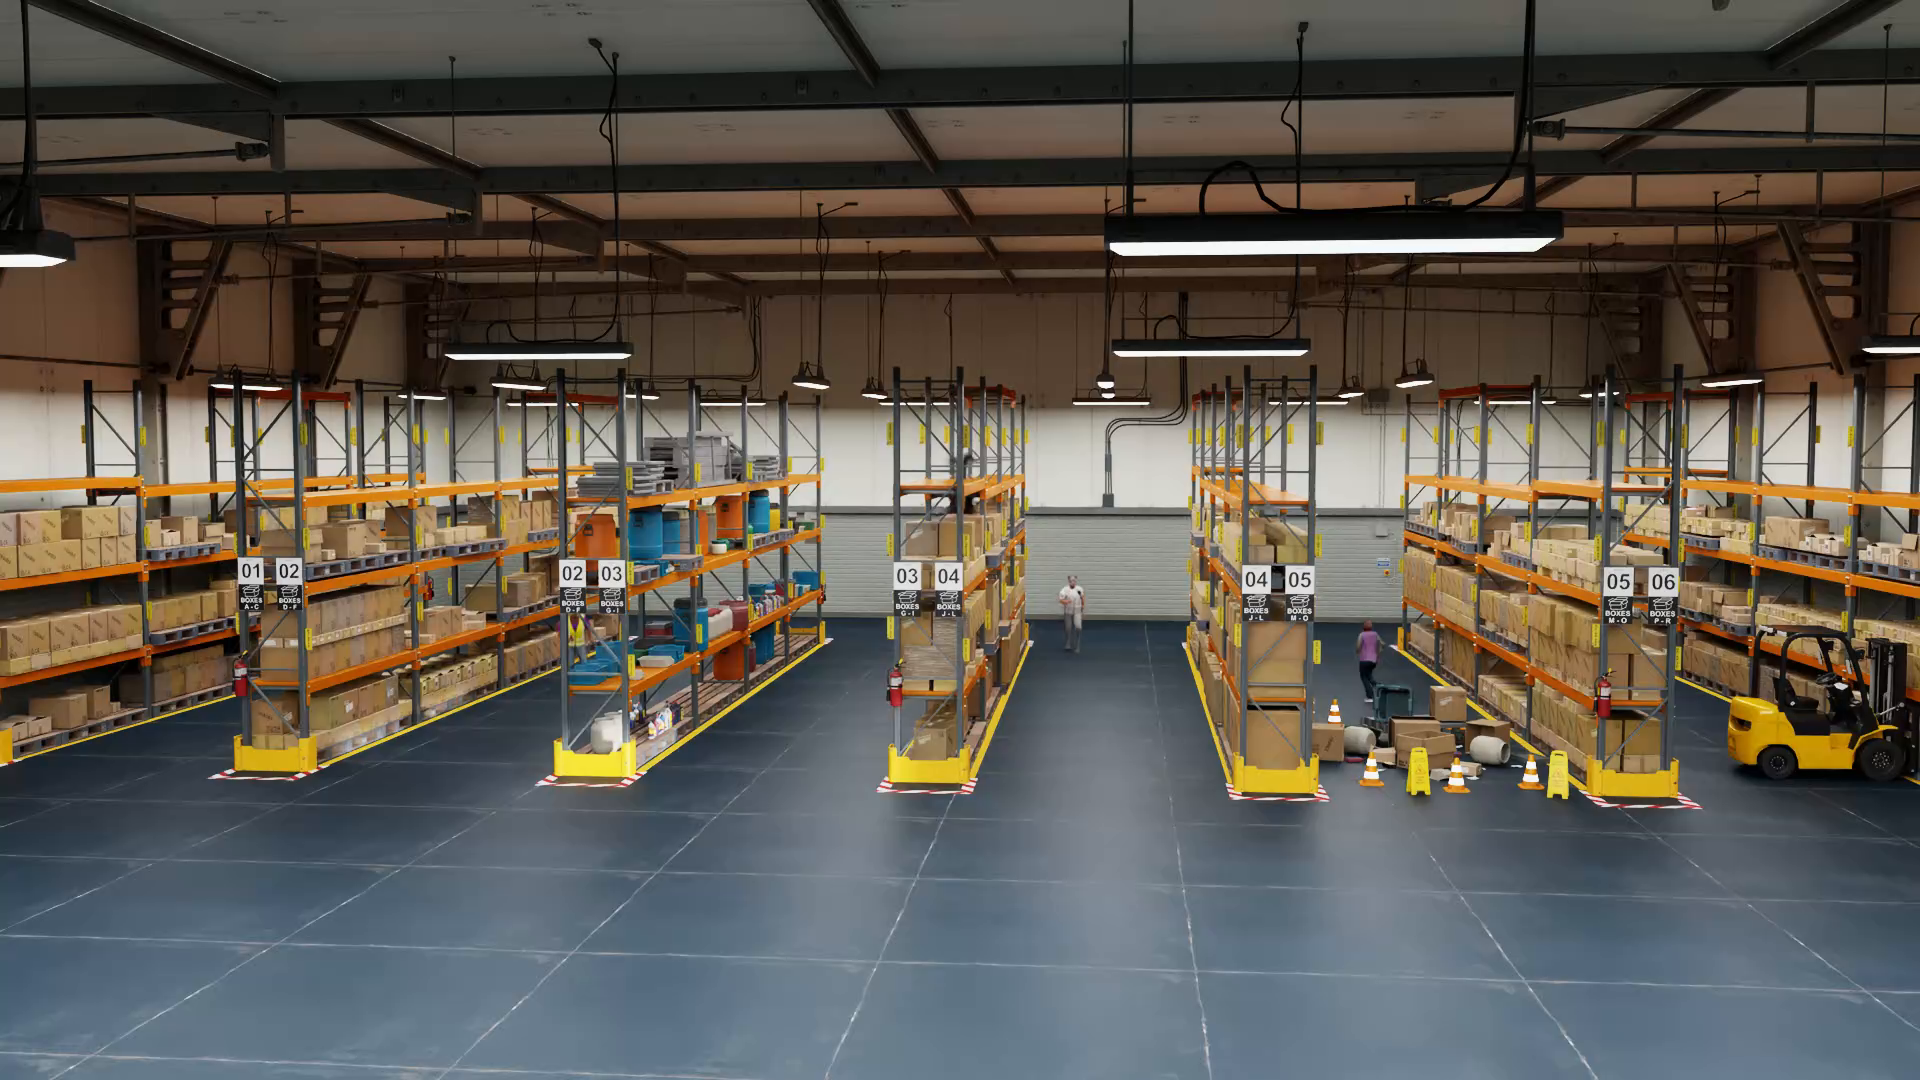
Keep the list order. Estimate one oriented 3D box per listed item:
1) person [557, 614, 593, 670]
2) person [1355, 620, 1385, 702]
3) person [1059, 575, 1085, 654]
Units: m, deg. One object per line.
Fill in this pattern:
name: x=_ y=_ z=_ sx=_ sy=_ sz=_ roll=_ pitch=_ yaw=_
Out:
person: x=-7.705 y=2.102 z=33.332 sx=0.727 sy=1.657 sz=0.840 roll=-1 pitch=4 yaw=-21
person: x=7.724 y=2.274 z=31.451 sx=0.532 sy=1.545 sz=0.574 roll=-1 pitch=4 yaw=-10
person: x=2.614 y=1.721 z=38.692 sx=0.637 sy=1.846 sz=0.873 roll=0 pitch=4 yaw=-3
